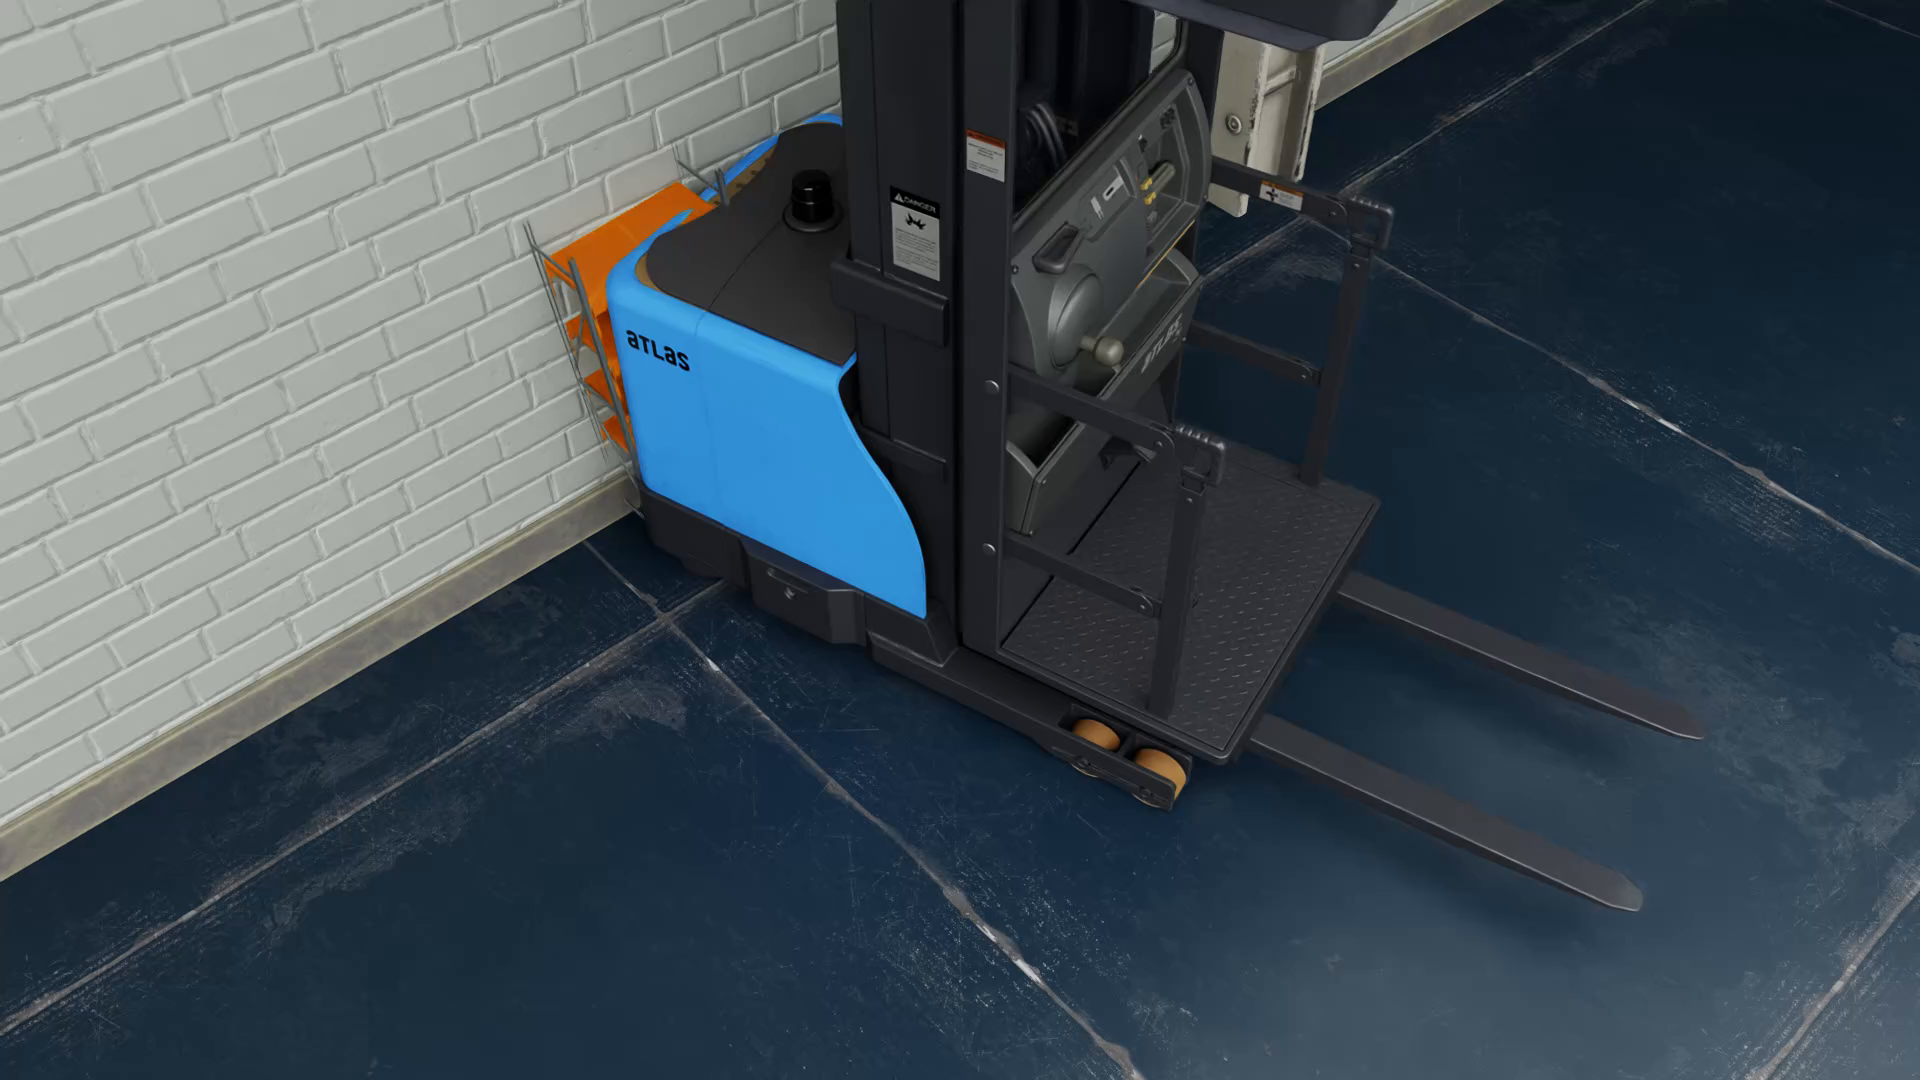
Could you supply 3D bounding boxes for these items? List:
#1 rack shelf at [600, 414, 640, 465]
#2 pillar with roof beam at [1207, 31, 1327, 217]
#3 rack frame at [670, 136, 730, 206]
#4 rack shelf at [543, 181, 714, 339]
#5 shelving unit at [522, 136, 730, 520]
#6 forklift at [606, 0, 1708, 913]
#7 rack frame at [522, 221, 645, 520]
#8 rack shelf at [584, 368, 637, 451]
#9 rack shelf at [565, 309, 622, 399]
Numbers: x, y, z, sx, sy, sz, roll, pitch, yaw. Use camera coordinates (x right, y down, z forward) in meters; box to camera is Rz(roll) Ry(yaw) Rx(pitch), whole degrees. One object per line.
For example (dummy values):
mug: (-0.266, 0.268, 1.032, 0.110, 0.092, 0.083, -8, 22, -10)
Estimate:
rack shelf: (-0.855, -0.384, 5.143, 0.480, 0.148, 0.258, -38, 58, -23)
pillar with roof beam: (4.006, -2.131, 1.093, 0.400, 9.000, 9.100, -34, 56, -27)
rack frame: (-0.693, -0.687, 5.032, 0.015, 1.200, 0.240, -38, 58, -23)
rack shelf: (-0.895, -0.796, 4.631, 0.480, 0.148, 0.258, -38, 58, -23)
shelving unit: (-0.871, -0.550, 4.936, 0.503, 1.200, 0.258, -38, 58, -23)
forklift: (0.552, -0.711, 3.912, 3.031, 2.935, 1.130, 24, 52, 21)
rack frame: (-1.049, -0.413, 4.840, 0.015, 1.200, 0.240, -38, 58, -23)
rack shelf: (-0.867, -0.508, 4.988, 0.480, 0.148, 0.258, -38, 58, -23)
rack shelf: (-0.881, -0.648, 4.815, 0.480, 0.148, 0.258, -38, 58, -23)
